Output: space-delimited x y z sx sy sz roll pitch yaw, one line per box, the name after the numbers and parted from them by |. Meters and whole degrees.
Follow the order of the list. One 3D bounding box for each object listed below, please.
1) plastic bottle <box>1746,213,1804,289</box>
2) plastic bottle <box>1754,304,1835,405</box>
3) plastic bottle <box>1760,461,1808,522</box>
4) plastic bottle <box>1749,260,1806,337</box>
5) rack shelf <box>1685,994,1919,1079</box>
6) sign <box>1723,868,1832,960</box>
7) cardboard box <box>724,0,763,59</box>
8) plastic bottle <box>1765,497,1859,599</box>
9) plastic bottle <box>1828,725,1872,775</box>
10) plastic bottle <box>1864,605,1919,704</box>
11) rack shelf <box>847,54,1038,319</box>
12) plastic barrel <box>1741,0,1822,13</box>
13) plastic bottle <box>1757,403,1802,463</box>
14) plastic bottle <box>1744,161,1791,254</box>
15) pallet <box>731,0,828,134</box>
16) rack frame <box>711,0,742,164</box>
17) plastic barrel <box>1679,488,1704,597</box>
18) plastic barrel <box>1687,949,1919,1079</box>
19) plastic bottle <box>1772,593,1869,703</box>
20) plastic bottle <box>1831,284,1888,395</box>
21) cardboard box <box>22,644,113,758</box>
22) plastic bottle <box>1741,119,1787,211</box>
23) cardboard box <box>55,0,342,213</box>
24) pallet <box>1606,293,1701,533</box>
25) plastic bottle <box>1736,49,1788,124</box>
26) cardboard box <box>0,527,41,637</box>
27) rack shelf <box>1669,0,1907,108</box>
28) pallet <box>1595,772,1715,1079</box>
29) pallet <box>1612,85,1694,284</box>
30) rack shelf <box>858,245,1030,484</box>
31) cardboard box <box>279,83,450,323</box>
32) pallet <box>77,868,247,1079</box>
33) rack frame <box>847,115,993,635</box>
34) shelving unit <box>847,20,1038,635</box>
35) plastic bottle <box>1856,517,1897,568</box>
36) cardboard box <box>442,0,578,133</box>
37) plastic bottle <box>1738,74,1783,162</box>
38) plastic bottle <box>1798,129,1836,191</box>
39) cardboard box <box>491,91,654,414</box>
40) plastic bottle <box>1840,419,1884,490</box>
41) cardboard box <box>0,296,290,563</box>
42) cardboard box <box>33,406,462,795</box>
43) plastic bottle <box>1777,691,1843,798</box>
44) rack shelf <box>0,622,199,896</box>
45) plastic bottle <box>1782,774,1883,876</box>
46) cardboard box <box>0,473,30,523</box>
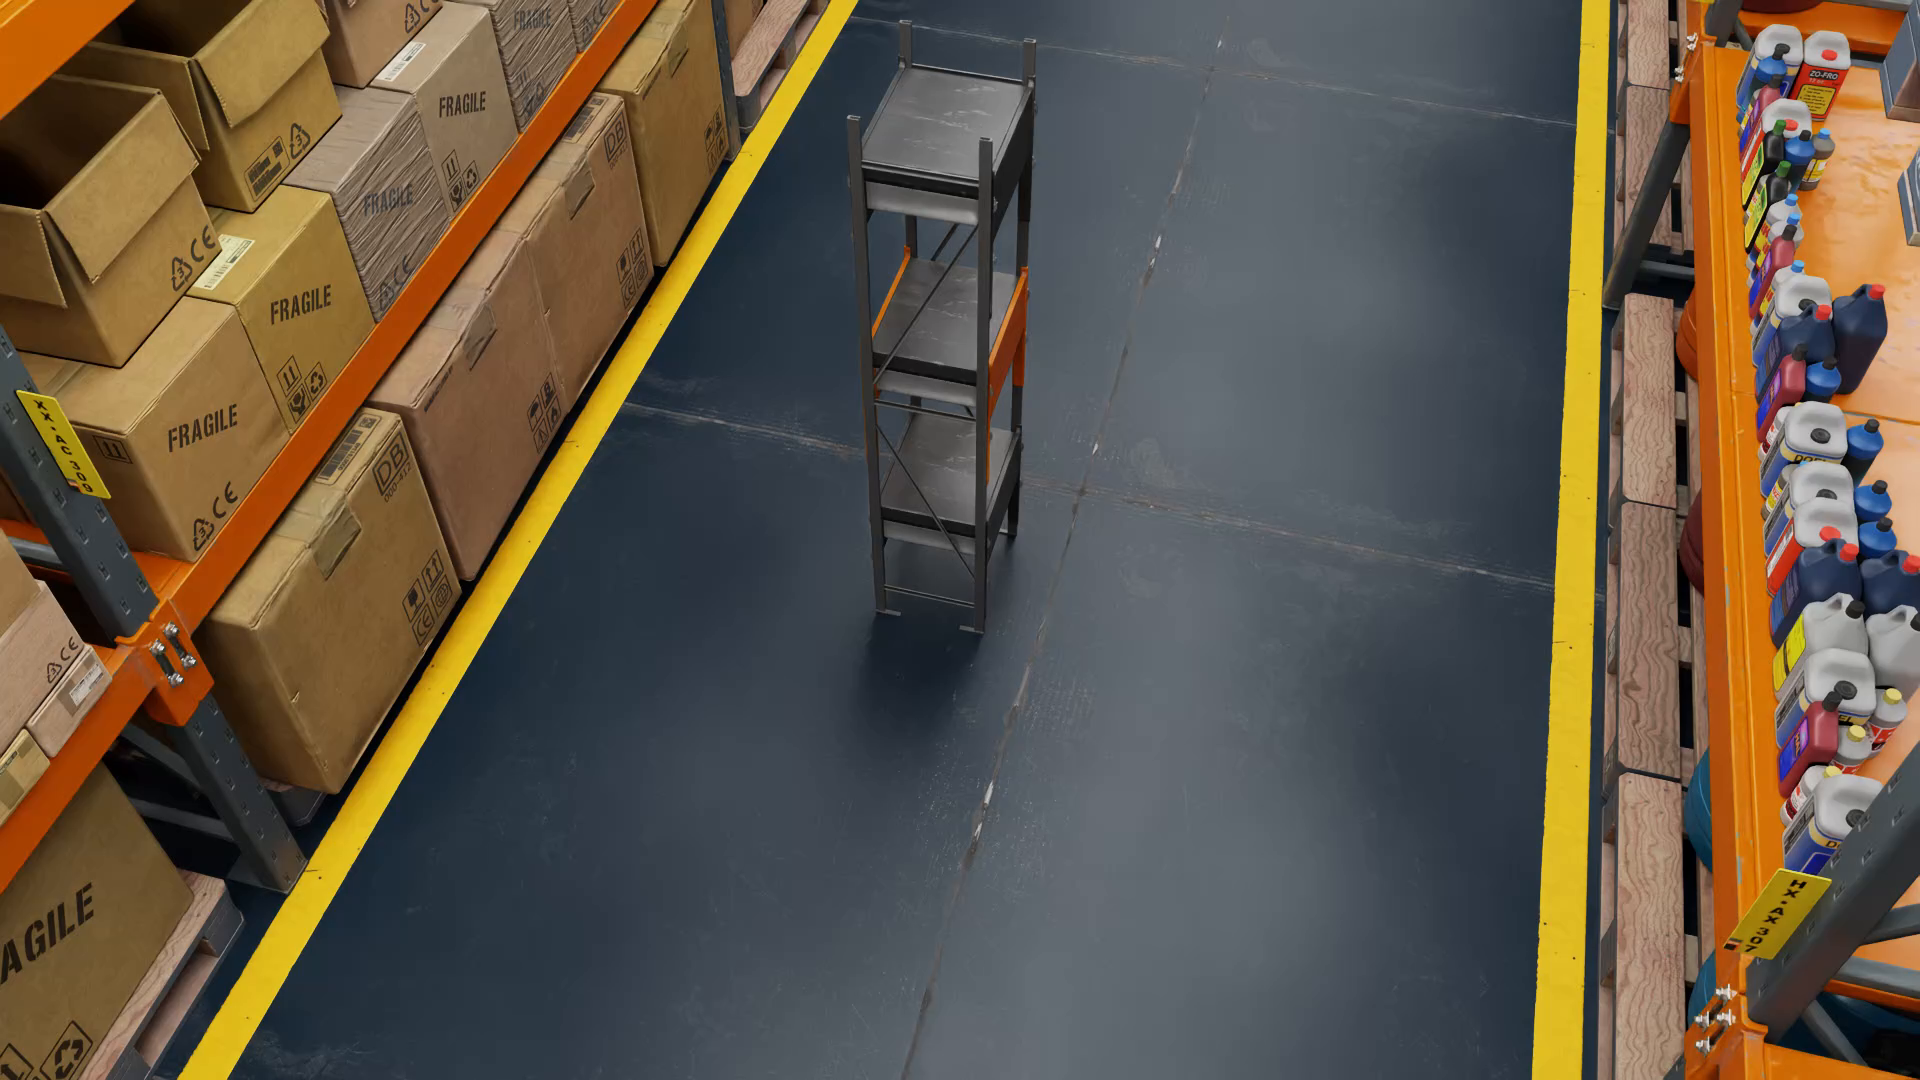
2.519 -0.888 5.119 0.097 0.271 0.097 0 49 0 | plastic bottle
2.408 -0.543 4.762 0.144 0.351 0.185 12 50 10 | plastic bottle
2.252 -0.132 4.498 0.097 0.201 0.097 0 49 0 | plastic bottle
2.458 -0.721 4.971 0.097 0.271 0.097 0 49 0 | plastic bottle
1.666 2.651 2.389 1.077 0.370 4.000 12 50 10 | rack shelf
1.662 0.765 3.389 0.100 0.325 0.005 12 50 10 | sign
-1.376 -2.711 8.016 0.700 0.500 0.500 9 49 8 | cardboard box
2.213 0.030 4.306 0.152 0.276 0.135 12 50 10 | plastic bottle
2.082 0.510 3.932 0.097 0.201 0.097 0 49 0 | plastic bottle
2.257 0.282 4.033 0.144 0.351 0.185 12 50 10 | plastic bottle
-0.044 -1.029 4.842 0.431 0.518 0.480 12 50 10 | rack shelf
3.075 -2.367 6.248 0.600 0.536 0.708 12 50 10 | plastic barrel
2.313 -0.300 4.646 0.097 0.201 0.097 0 49 0 | plastic bottle
2.557 -1.049 5.253 0.061 0.283 0.133 12 50 10 | plastic bottle
-1.326 -2.546 8.356 1.003 0.211 1.213 12 50 10 | pallet
-1.533 -2.904 6.812 1.000 3.000 0.127 12 50 10 | rack frame
2.835 -0.093 5.660 0.600 0.588 0.708 12 50 10 | plastic barrel
2.352 1.132 4.370 0.600 0.901 0.708 12 50 10 | plastic barrel
2.118 0.254 4.058 0.144 0.351 0.185 12 50 10 | plastic bottle
2.590 -0.610 4.821 0.144 0.351 0.185 12 50 10 | plastic bottle
-2.350 0.358 4.101 0.380 0.149 0.250 12 50 10 | cardboard box
2.618 -1.216 5.400 0.061 0.283 0.133 12 50 10 | plastic bottle
-2.234 -1.333 4.690 0.797 0.503 0.637 12 50 10 | cardboard box
3.078 -0.425 6.485 1.003 0.211 1.213 12 50 10 | pallet
2.762 -1.556 5.709 0.097 0.271 0.097 0 49 0 | plastic bottle
-2.449 0.078 3.582 0.500 0.500 0.500 13 50 11 | cardboard box
3.771 -3.135 7.496 1.077 0.370 4.000 12 50 10 | rack shelf
2.435 1.340 4.927 1.003 0.211 1.213 12 50 10 | pallet
3.486 -1.556 7.483 1.003 0.211 1.213 12 50 10 | pallet
-0.044 -0.566 5.367 0.431 0.518 0.480 12 50 10 | rack shelf
-1.960 -1.053 5.112 0.500 0.500 0.500 11 49 9 | cardboard box
-2.862 1.447 4.832 1.003 0.211 1.213 12 50 10 | pallet
-0.108 -0.399 5.201 0.400 2.100 0.015 12 50 10 | rack frame
-0.044 -0.575 5.357 0.431 2.100 0.503 12 50 10 | shelving unit
2.338 0.043 4.298 0.097 0.271 0.097 0 49 0 | plastic bottle
-1.695 -1.795 5.767 0.500 0.500 0.500 10 49 9 | cardboard box
2.689 -1.410 5.572 0.061 0.283 0.133 12 50 10 | plastic bottle
2.823 -1.266 5.499 0.097 0.201 0.097 0 49 0 | plastic bottle
-1.977 -1.201 6.447 1.225 0.875 0.875 12 50 10 | cardboard box
2.435 -0.222 4.532 0.097 0.271 0.097 0 49 0 | plastic bottle
-2.224 -0.327 4.471 0.500 0.500 0.500 12 50 10 | cardboard box
-2.437 0.087 5.310 1.225 0.875 0.875 12 50 10 | cardboard box
2.001 0.480 3.903 0.061 0.283 0.133 12 50 10 | plastic bottle
-3.113 1.674 3.252 1.077 0.370 4.000 12 50 10 | rack shelf
1.984 0.659 3.750 0.152 0.276 0.135 12 50 10 | plastic bottle
-2.727 -0.436 4.567 0.500 0.500 0.500 12 50 10 | cardboard box
